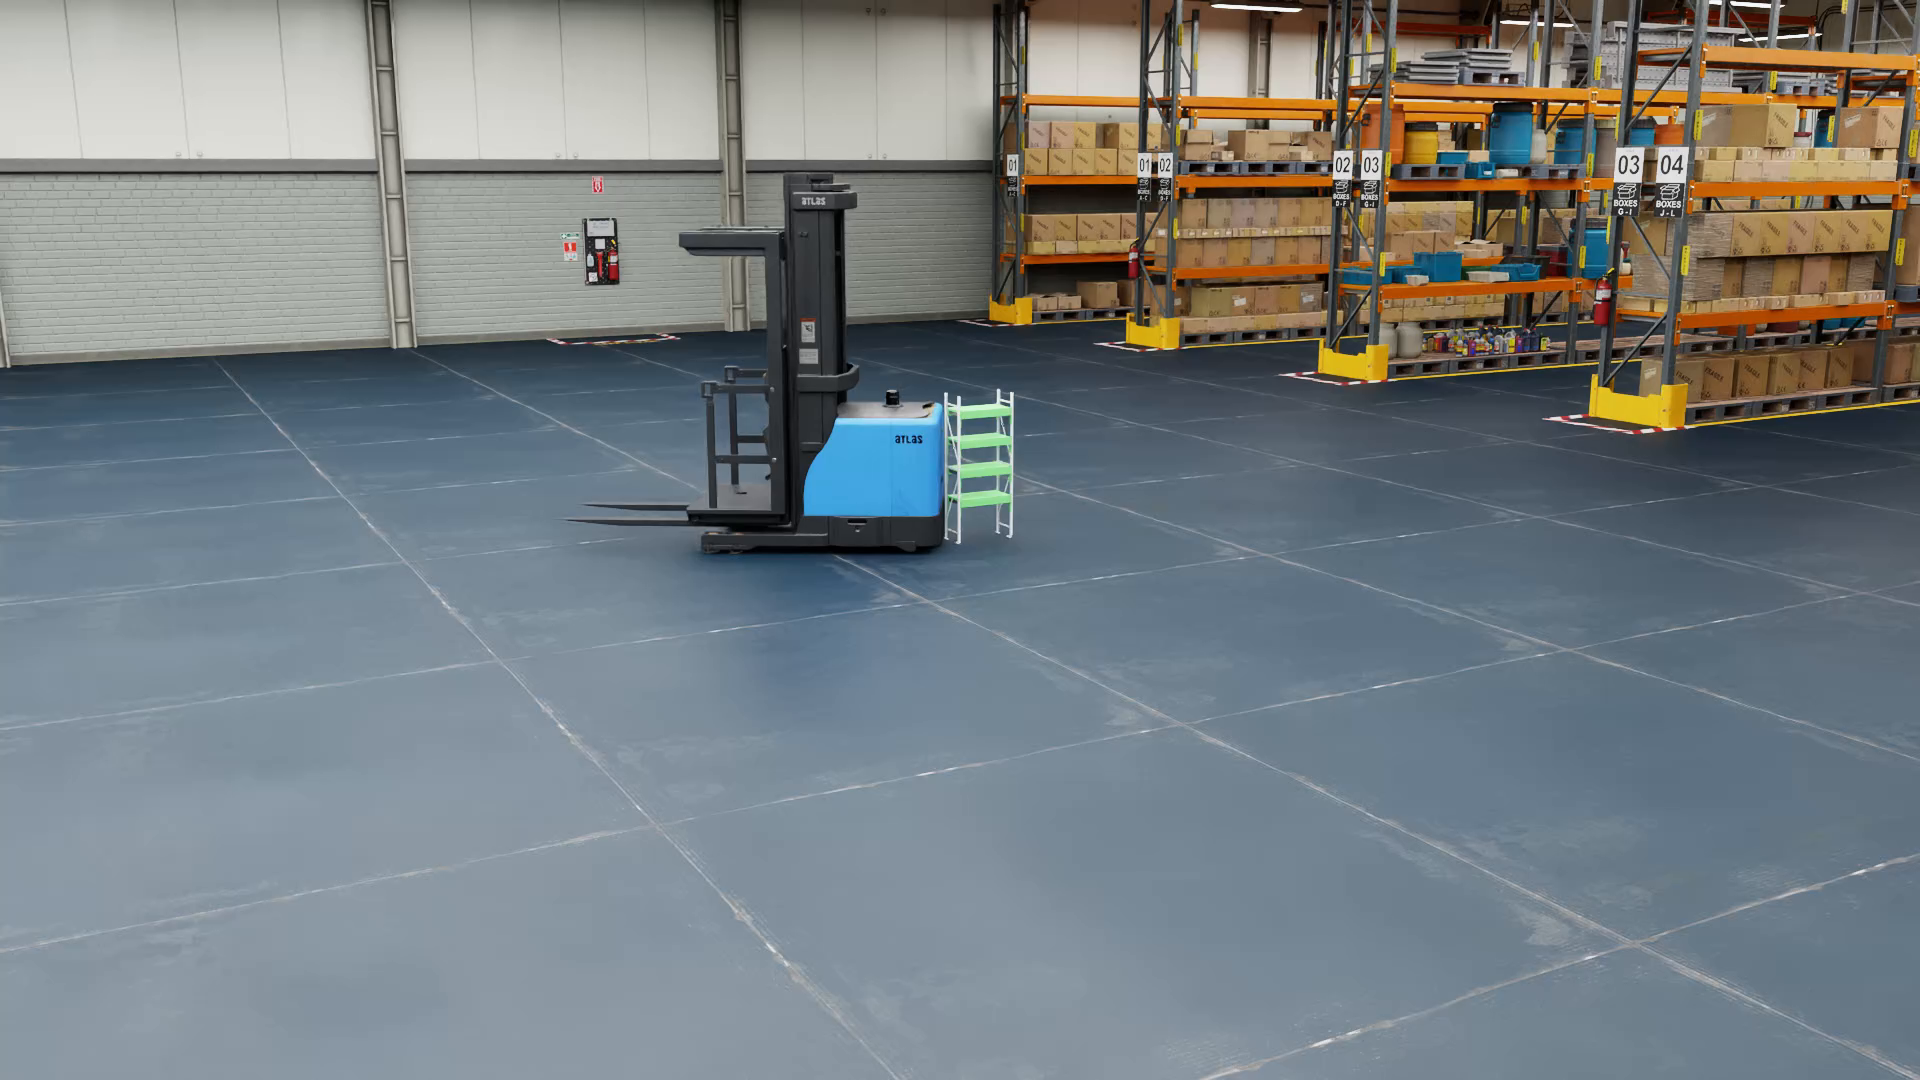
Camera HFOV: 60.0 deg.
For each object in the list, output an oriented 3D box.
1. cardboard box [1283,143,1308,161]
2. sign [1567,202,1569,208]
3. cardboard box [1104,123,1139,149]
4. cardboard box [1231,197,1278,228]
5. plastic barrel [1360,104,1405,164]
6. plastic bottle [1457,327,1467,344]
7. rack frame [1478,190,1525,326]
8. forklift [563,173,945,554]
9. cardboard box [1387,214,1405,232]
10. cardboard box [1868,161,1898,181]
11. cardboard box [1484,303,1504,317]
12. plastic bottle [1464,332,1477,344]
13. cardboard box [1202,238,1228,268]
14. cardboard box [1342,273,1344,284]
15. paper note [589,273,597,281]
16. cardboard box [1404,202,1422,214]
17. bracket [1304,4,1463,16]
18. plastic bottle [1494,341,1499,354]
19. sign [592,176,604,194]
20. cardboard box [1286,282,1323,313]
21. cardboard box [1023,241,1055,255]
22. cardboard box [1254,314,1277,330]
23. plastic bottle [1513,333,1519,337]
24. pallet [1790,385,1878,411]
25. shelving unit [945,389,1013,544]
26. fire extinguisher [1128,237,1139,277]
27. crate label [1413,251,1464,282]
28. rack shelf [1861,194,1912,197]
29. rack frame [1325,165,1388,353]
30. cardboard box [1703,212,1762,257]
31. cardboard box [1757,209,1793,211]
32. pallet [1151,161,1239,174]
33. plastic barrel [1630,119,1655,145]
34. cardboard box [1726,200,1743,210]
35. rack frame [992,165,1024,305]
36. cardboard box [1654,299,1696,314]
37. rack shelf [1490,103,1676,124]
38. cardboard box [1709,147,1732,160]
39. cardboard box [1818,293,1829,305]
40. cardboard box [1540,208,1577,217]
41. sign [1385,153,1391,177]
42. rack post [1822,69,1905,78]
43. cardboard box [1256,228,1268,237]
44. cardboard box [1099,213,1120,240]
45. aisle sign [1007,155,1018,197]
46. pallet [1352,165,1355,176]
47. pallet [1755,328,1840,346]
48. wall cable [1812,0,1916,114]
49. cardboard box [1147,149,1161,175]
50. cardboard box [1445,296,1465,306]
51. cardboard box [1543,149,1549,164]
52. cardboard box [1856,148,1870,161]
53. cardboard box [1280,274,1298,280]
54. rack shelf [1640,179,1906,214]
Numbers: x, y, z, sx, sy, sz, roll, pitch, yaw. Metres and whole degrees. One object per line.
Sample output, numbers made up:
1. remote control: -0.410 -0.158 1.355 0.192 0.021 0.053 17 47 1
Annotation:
1. cardboard box: 5.771 -6.851 29.317 0.500 0.311 0.500 -8 15 -31
2. sign: 14.708 -8.002 40.184 0.005 0.325 0.100 -7 14 -28
3. cardboard box: 3.197 -7.960 32.763 0.500 0.500 0.500 -7 15 -30
4. cardboard box: 5.105 -5.693 28.890 0.500 0.500 0.700 -7 14 -28
5. plastic barrel: 6.038 -5.795 23.760 0.708 0.830 0.600 -7 14 -28
6. plastic bottle: 7.737 -3.115 25.650 0.185 0.351 0.144 -7 14 -28
7. rack frame: 10.324 -5.638 31.830 0.127 3.000 1.000 -7 14 -28
8. forklift: -1.655 -1.437 13.317 3.031 2.935 1.130 1 13 2
9. cardboard box: 9.396 -6.903 36.500 0.500 0.500 0.500 -7 14 -28
10. cardboard box: 11.281 -4.600 20.726 0.500 0.250 0.500 -6 14 -26
11. cardboard box: 9.979 -4.399 31.631 0.500 0.250 0.500 -6 14 -27
12. plastic bottle: 7.830 -3.053 25.543 0.135 0.276 0.152 -7 14 -28
13. cardboard box: 4.176 -4.948 28.536 0.500 0.500 0.700 -6 14 -26
14. cardboard box: 8.655 -5.801 36.491 0.750 0.750 0.750 -7 14 -29
15. paper note: -6.517 -4.672 29.544 0.142 0.148 0.016 -7 14 -28
16. cardboard box: 9.822 -7.325 36.666 0.500 0.250 0.500 -7 15 -29
17. bracket: 9.187 -11.551 36.243 4.783 0.066 0.076 -7 14 -28
18. plastic bottle: 8.069 -2.900 25.036 0.097 0.201 0.097 0 13 0
19. sign: -6.383 -6.257 29.298 0.199 0.298 0.001 -7 14 -28
20. cardboard box: 6.066 -4.305 29.506 0.500 0.500 0.500 -7 14 -28
21. cardboard box: 1.506 -5.677 32.301 0.500 0.250 0.500 -7 15 -29
22. cardboard box: 5.197 -3.831 29.106 0.500 0.250 0.500 -7 14 -28
23. plastic bottle: 8.494 -3.031 25.445 0.135 0.276 0.152 -7 14 -28
24. pallet: 10.984 -1.870 21.437 1.213 0.211 1.003 -7 14 -28
25. shelving unit: 0.154 -0.603 13.554 0.503 1.200 0.258 -7 14 -28
26. fire extinguisher: 2.976 -4.836 28.441 0.183 0.674 0.296 -7 14 -28
27. crate label: 7.158 -4.104 24.935 0.616 0.435 0.502 -7 14 -28
28. rack shelf: 17.960 -6.427 30.141 4.000 0.370 1.077 -7 14 -28
29. rack frame: 5.672 -3.841 23.847 0.127 3.000 1.000 -7 14 -28
30. cardboard box: 9.101 -3.625 19.703 0.500 0.500 0.500 -7 14 -28
31. cardboard box: 10.162 -3.886 20.861 0.500 0.500 0.500 -7 14 -28
32. pallet: 3.935 -6.286 28.079 1.213 0.211 1.003 -7 14 -28
33. plastic barrel: 10.674 -6.203 26.367 0.708 0.901 0.600 -7 14 -28
34. cardboard box: 15.740 -6.754 34.282 0.500 0.500 0.500 -6 14 -26
35. rack frame: 0.925 -5.751 32.330 0.127 3.000 1.000 -7 14 -28
36. cardboard box: 8.410 -2.748 19.562 0.250 0.149 0.380 -7 14 -28
37. rack shelf: 12.079 -8.229 32.229 4.000 0.370 1.077 -7 14 -28
38. cardboard box: 8.672 -4.465 19.218 0.250 0.149 0.380 -6 14 -27
39. cardboard box: 10.587 -3.018 20.760 0.250 0.149 0.380 -7 14 -28
40. cardboard box: 13.893 -7.446 39.180 0.700 0.700 0.980 -7 14 -28
41. sign: 5.932 -5.203 23.043 0.005 0.325 0.100 -7 14 -28
42. rack post: 15.450 -7.911 28.439 0.954 0.300 0.937 -7 15 -29
43. cardboard box: 5.099 -5.323 28.725 0.250 0.149 0.380 -7 14 -27
44. cardboard box: 2.831 -6.205 32.938 0.500 0.500 0.500 -6 14 -26
45. aisle sign: 1.006 -6.954 31.754 0.004 0.787 0.394 -7 14 -28
46. pallet: 7.581 -6.683 30.075 1.217 0.209 0.805 -8 15 -30
47. pallet: 14.435 -3.541 28.863 1.213 0.211 1.003 -7 14 -28
48. wall cable: 21.401 -11.315 38.959 0.112 2.526 3.097 -7 14 -28
49. cardboard box: 3.661 -7.542 33.184 0.500 0.500 0.500 -8 15 -33
50. cardboard box: 9.085 -4.564 31.086 0.500 0.311 0.500 -7 14 -28
51. cardboard box: 10.691 -7.203 31.722 0.500 0.500 0.910 -7 14 -28
52. cardboard box: 10.952 -4.749 20.481 0.250 0.149 0.380 -8 15 -31
53. cardboard box: 6.832 -5.470 35.774 0.500 0.500 0.700 -7 14 -28
54. rack shelf: 9.801 -4.210 20.290 4.000 0.370 1.077 -7 14 -28
